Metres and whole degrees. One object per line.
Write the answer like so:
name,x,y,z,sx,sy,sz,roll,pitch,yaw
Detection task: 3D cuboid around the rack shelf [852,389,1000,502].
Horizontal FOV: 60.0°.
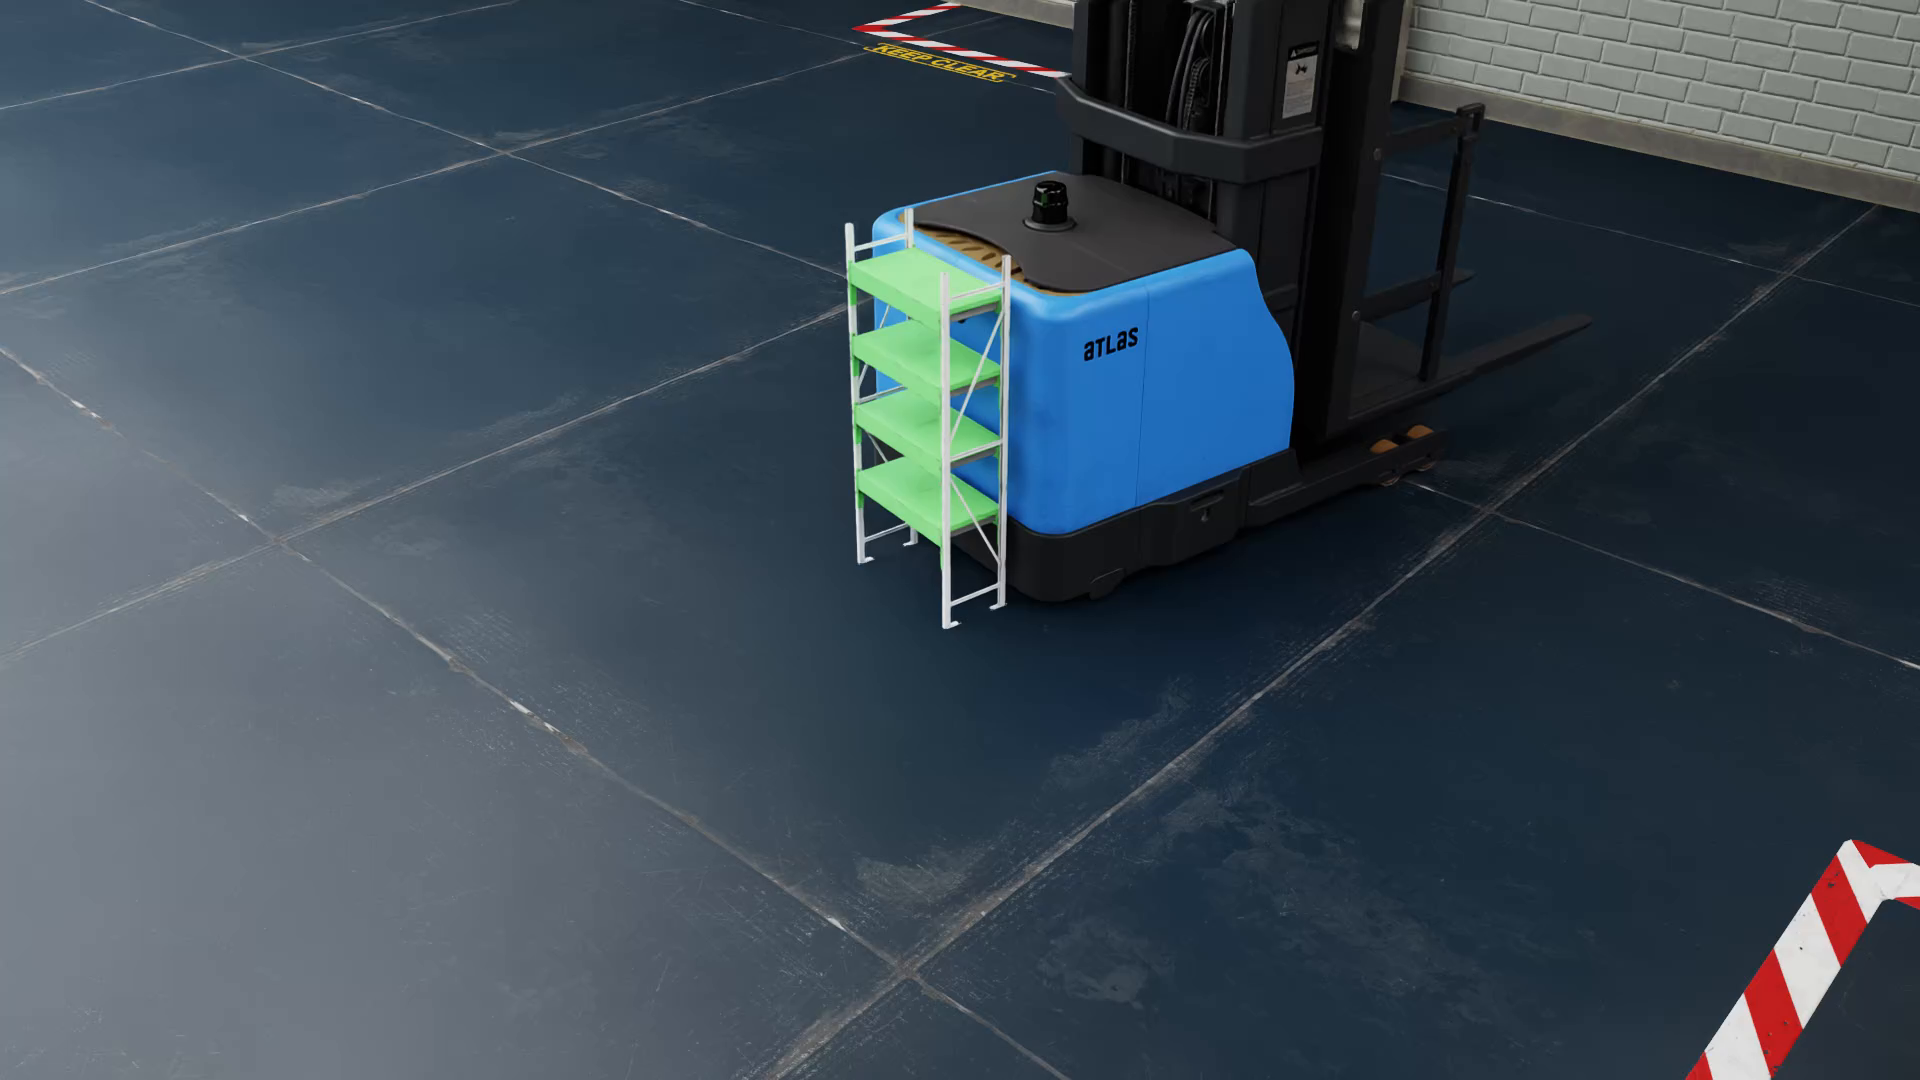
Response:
rack shelf,-0.100,-0.314,5.233,0.258,0.148,0.480,-21,37,-31

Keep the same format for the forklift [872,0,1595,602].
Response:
forklift,1.187,-1.653,5.654,3.031,2.935,1.130,-21,37,-30

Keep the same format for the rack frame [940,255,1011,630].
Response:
rack frame,0.046,-0.268,5.032,0.240,1.200,0.015,-21,37,-31

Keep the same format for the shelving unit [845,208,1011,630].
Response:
shelving unit,-0.100,-0.369,5.200,0.258,1.200,0.503,-21,37,-31

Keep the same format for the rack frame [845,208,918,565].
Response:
rack frame,-0.245,-0.470,5.368,0.240,1.200,0.015,-21,37,-31

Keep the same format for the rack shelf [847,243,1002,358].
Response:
rack shelf,-0.100,-0.726,4.985,0.258,0.148,0.480,-21,37,-31

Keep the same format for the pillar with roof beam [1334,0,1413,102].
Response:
pillar with roof beam,-0.416,-4.950,5.247,0.400,9.000,9.100,25,39,35

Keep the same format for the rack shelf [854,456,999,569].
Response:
rack shelf,-0.100,-0.109,5.357,0.258,0.148,0.480,-21,37,-31

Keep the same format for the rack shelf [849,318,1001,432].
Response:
rack shelf,-0.100,-0.520,5.109,0.258,0.148,0.480,-21,37,-31
